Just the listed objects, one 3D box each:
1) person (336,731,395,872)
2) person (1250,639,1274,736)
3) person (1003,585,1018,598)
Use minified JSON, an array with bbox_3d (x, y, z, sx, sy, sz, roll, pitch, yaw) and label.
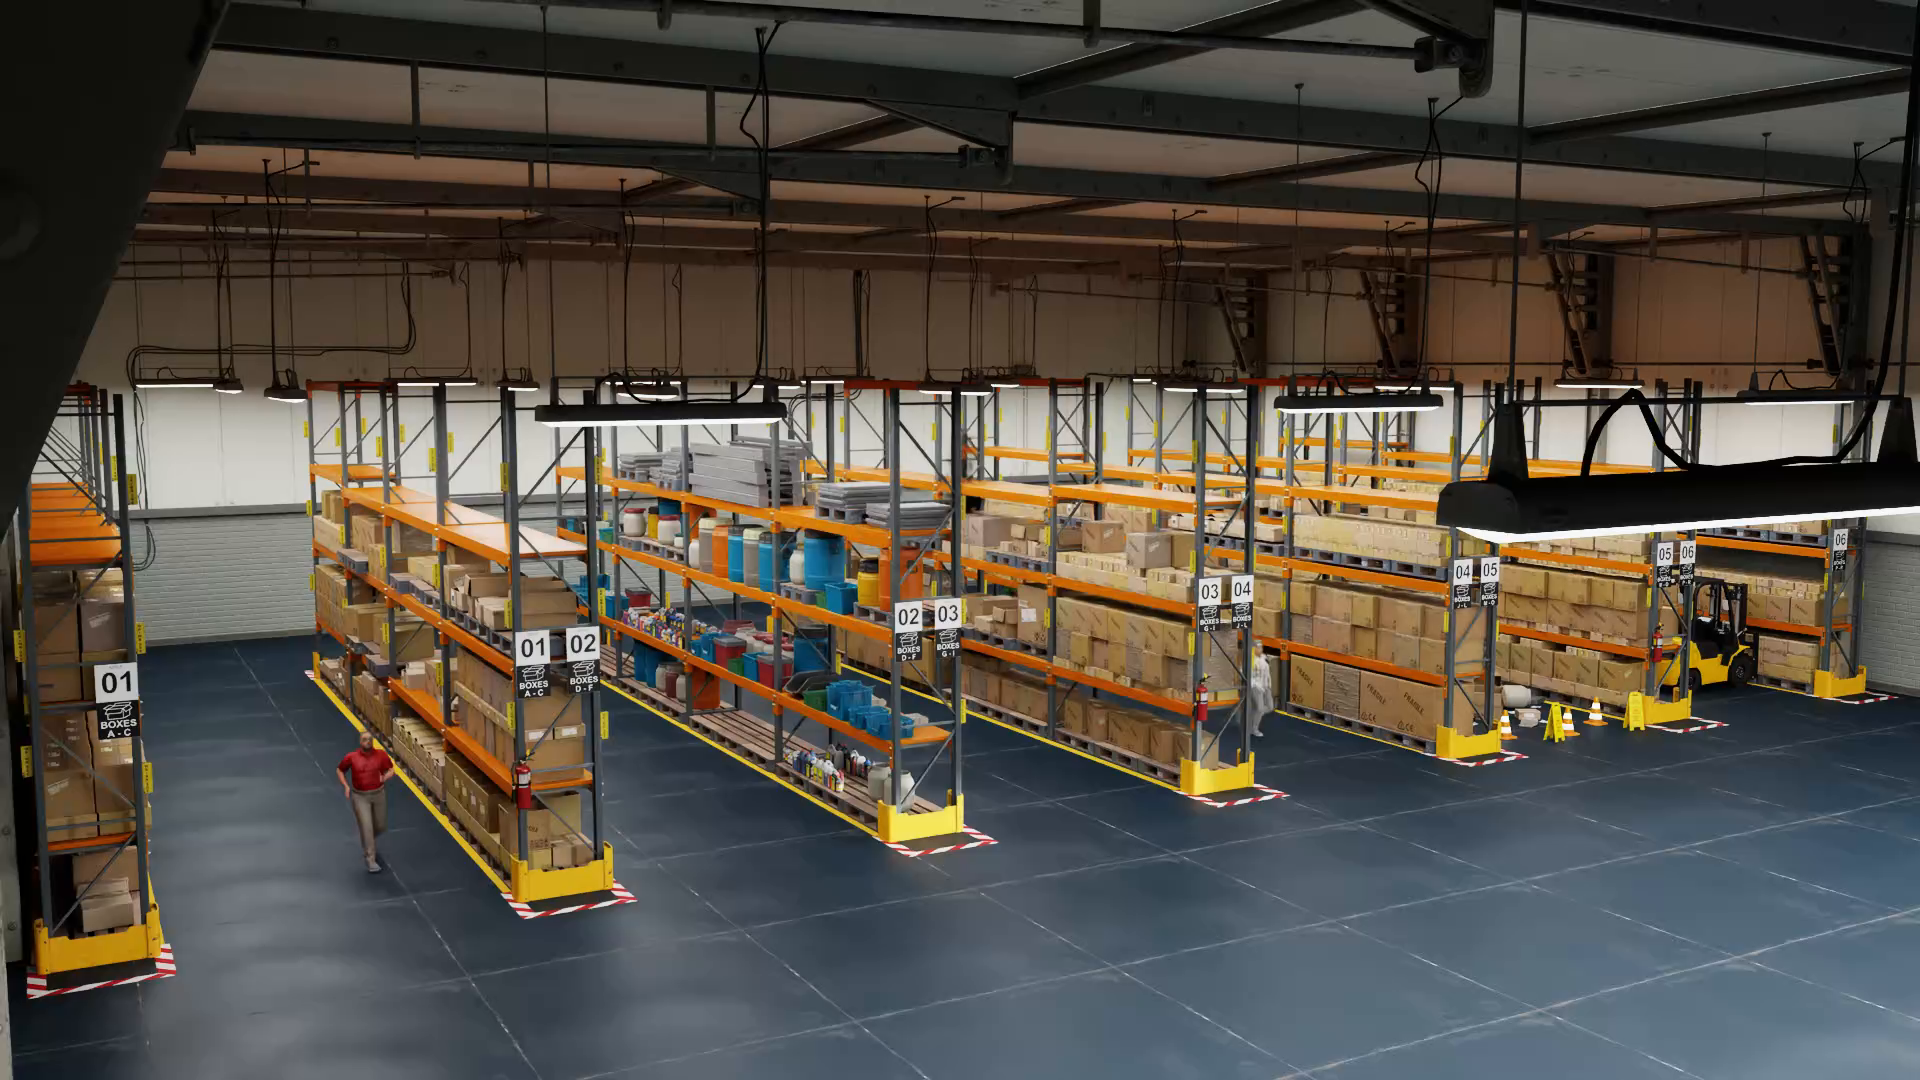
[{"bbox_3d":[-7.460,3.245,20.965,0.673,1.699,0.944,-4,7,-33],"label":"person"},{"bbox_3d":[5.087,2.505,28.329,0.623,1.664,0.497,-5,8,-38],"label":"person"},{"bbox_3d":[1.348,0.906,42.805,0.782,1.780,0.684,-4,7,-31],"label":"person"}]
